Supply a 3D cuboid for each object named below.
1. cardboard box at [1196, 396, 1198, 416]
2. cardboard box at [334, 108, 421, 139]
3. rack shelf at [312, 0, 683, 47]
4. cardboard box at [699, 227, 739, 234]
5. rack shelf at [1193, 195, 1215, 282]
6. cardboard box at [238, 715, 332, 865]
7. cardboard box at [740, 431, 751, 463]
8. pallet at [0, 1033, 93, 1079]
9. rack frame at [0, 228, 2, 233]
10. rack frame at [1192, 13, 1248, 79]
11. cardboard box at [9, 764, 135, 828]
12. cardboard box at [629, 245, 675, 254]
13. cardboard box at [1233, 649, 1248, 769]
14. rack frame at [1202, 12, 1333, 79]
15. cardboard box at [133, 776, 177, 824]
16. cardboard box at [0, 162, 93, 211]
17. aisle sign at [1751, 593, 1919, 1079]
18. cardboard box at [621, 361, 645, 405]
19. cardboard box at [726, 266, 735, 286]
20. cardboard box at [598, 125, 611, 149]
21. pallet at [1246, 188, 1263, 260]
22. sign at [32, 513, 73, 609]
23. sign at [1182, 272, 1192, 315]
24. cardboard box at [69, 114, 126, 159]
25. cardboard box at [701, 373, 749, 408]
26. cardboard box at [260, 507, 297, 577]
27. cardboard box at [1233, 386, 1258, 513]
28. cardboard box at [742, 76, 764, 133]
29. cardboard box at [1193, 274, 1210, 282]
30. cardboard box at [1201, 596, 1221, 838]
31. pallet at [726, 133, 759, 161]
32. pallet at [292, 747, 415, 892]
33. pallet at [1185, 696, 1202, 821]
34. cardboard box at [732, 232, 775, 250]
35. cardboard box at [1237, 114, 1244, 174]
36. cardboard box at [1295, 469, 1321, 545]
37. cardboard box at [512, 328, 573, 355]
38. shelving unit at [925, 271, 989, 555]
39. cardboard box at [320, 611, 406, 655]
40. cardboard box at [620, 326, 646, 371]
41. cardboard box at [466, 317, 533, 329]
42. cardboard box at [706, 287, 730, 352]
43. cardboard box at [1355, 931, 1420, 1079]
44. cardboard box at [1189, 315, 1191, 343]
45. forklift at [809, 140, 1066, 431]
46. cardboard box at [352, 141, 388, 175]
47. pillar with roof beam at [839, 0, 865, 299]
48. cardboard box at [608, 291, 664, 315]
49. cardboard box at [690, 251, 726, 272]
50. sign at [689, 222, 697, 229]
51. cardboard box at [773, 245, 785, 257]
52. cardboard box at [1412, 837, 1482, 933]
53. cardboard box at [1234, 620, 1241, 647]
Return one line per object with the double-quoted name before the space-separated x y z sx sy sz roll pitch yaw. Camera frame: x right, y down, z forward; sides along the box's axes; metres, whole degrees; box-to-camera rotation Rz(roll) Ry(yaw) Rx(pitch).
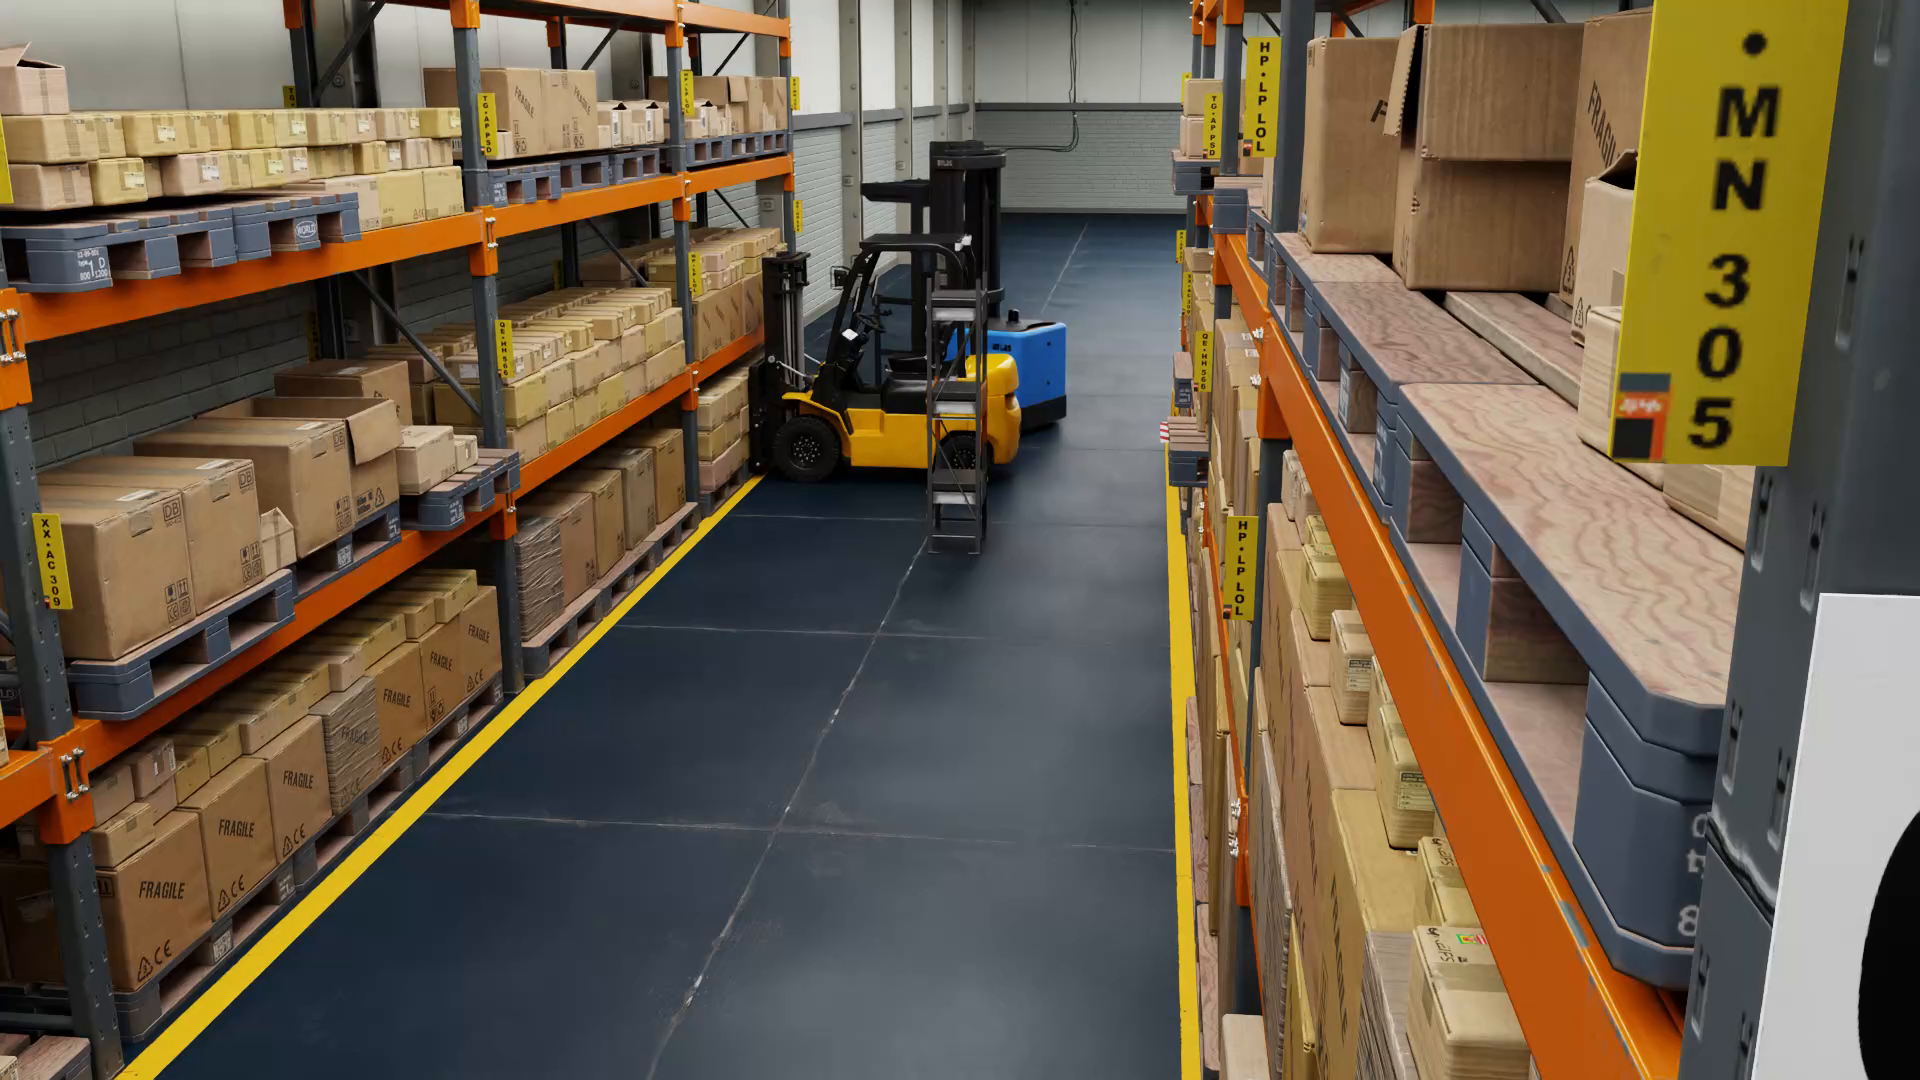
"cardboard box" 1.625 -0.793 10.026 0.380 0.149 0.250 1 15 4
"cardboard box" -2.969 -2.110 8.428 0.380 0.149 0.250 1 15 4
"rack shelf" -2.864 -3.436 10.775 1.077 0.370 4.000 2 15 6
"cardboard box" -2.437 -3.061 16.731 0.380 0.149 0.250 1 15 5
"rack shelf" 2.069 -2.036 10.577 1.077 0.370 4.000 2 15 6
"cardboard box" -3.152 1.093 7.357 0.500 0.500 0.500 1 15 5
"cardboard box" -2.170 -0.856 15.045 0.500 0.250 0.500 2 15 7
"pallet" -3.619 2.000 5.362 1.003 0.211 1.213 2 15 6
"rack frame" -3.541 -2.420 4.873 1.000 3.000 0.127 2 15 6
"rack frame" 2.746 -5.387 15.846 1.000 3.000 0.127 2 15 6
"cardboard box" -3.296 0.936 6.126 0.380 0.149 0.250 1 15 5
"cardboard box" -2.726 -2.527 14.757 0.380 0.149 0.250 2 15 6
"cardboard box" 1.192 0.570 5.597 0.500 0.250 0.500 1 15 5
"rack frame" 2.294 -4.350 12.010 1.000 3.000 0.127 2 15 6
"cardboard box" -3.282 1.007 6.432 0.380 0.149 0.250 1 15 5
"cardboard box" -3.112 -1.168 5.473 0.380 0.149 0.250 2 15 7
"aisle sign" 0.624 0.413 0.908 0.394 0.787 0.004 2 15 6
"cardboard box" -2.573 -1.130 11.882 0.500 0.250 0.500 2 15 7
"cardboard box" -2.179 -2.301 14.491 0.380 0.149 0.250 2 15 6
"cardboard box" -2.548 -2.683 11.076 0.380 0.149 0.250 2 15 6
"pallet" 1.700 -1.315 6.893 1.003 0.211 1.213 2 15 9
"sign" -3.001 0.072 5.492 0.100 0.325 0.005 2 15 6
"sign" 1.754 -1.886 12.731 0.100 0.325 0.005 2 15 6
"cardboard box" -3.112 -1.381 5.693 0.380 0.149 0.250 2 15 7
"cardboard box" -2.159 -1.335 14.901 0.500 0.250 0.500 2 15 8
"cardboard box" -3.003 -0.011 6.910 0.396 0.266 0.258 2 15 9
"cardboard box" 1.320 -0.299 6.413 0.500 0.500 0.500 2 15 8
"cardboard box" -2.210 -3.999 15.271 0.700 0.500 0.500 2 15 7
"cardboard box" 1.900 -1.606 11.787 0.500 0.500 0.500 2 15 6
"cardboard box" 1.578 0.814 7.670 0.875 0.875 0.875 2 15 7
"pallet" -2.427 -3.542 14.938 1.003 0.211 1.213 2 15 6
"pallet" -3.352 1.292 7.978 1.003 0.211 1.213 2 15 6
"pallet" 1.679 1.132 8.572 1.003 0.211 1.213 2 15 6
"cardboard box" -2.017 -2.909 16.170 0.380 0.149 0.250 2 15 8
"cardboard box" 1.987 -2.311 10.017 0.797 0.503 0.637 2 15 6
"cardboard box" 1.085 -0.082 4.369 0.380 0.149 0.250 2 15 7
"cardboard box" -2.713 -1.268 10.671 0.380 0.149 0.250 2 15 7
"shelving unit" -0.019 -0.971 12.729 0.431 2.100 0.503 2 15 6
"cardboard box" -3.042 0.470 8.417 0.380 0.149 0.250 2 15 8
"cardboard box" -2.554 -1.367 11.801 0.500 0.250 0.500 2 15 7
"cardboard box" -3.100 -1.412 11.204 0.380 0.149 0.250 2 15 8
"cardboard box" -2.286 -1.890 14.215 0.500 0.500 0.500 2 15 7
"cardboard box" 0.788 0.859 2.132 0.500 0.500 0.500 2 15 6
"cardboard box" 2.149 -1.902 13.689 0.500 0.500 0.500 2 15 8
"forklift" -0.387 -2.772 17.799 3.031 2.935 1.130 9 18 31
"cardboard box" -2.979 -1.831 7.964 0.380 0.149 0.250 2 15 6
"pillar with roof beam" 2.471 -8.364 26.855 9.100 9.000 0.400 2 15 6
"cardboard box" -2.467 -1.798 12.631 0.380 0.149 0.250 1 15 5
"cardboard box" -2.217 -2.379 14.209 0.380 0.149 0.250 2 15 8
"sign" -2.738 -3.111 17.109 0.100 0.325 0.005 2 15 6
"cardboard box" -1.947 -2.833 16.457 0.380 0.149 0.250 2 15 7
"cardboard box" 0.801 0.515 2.161 0.380 0.149 0.250 2 15 8
"cardboard box" 1.249 0.201 6.003 0.500 0.250 0.500 2 15 8
